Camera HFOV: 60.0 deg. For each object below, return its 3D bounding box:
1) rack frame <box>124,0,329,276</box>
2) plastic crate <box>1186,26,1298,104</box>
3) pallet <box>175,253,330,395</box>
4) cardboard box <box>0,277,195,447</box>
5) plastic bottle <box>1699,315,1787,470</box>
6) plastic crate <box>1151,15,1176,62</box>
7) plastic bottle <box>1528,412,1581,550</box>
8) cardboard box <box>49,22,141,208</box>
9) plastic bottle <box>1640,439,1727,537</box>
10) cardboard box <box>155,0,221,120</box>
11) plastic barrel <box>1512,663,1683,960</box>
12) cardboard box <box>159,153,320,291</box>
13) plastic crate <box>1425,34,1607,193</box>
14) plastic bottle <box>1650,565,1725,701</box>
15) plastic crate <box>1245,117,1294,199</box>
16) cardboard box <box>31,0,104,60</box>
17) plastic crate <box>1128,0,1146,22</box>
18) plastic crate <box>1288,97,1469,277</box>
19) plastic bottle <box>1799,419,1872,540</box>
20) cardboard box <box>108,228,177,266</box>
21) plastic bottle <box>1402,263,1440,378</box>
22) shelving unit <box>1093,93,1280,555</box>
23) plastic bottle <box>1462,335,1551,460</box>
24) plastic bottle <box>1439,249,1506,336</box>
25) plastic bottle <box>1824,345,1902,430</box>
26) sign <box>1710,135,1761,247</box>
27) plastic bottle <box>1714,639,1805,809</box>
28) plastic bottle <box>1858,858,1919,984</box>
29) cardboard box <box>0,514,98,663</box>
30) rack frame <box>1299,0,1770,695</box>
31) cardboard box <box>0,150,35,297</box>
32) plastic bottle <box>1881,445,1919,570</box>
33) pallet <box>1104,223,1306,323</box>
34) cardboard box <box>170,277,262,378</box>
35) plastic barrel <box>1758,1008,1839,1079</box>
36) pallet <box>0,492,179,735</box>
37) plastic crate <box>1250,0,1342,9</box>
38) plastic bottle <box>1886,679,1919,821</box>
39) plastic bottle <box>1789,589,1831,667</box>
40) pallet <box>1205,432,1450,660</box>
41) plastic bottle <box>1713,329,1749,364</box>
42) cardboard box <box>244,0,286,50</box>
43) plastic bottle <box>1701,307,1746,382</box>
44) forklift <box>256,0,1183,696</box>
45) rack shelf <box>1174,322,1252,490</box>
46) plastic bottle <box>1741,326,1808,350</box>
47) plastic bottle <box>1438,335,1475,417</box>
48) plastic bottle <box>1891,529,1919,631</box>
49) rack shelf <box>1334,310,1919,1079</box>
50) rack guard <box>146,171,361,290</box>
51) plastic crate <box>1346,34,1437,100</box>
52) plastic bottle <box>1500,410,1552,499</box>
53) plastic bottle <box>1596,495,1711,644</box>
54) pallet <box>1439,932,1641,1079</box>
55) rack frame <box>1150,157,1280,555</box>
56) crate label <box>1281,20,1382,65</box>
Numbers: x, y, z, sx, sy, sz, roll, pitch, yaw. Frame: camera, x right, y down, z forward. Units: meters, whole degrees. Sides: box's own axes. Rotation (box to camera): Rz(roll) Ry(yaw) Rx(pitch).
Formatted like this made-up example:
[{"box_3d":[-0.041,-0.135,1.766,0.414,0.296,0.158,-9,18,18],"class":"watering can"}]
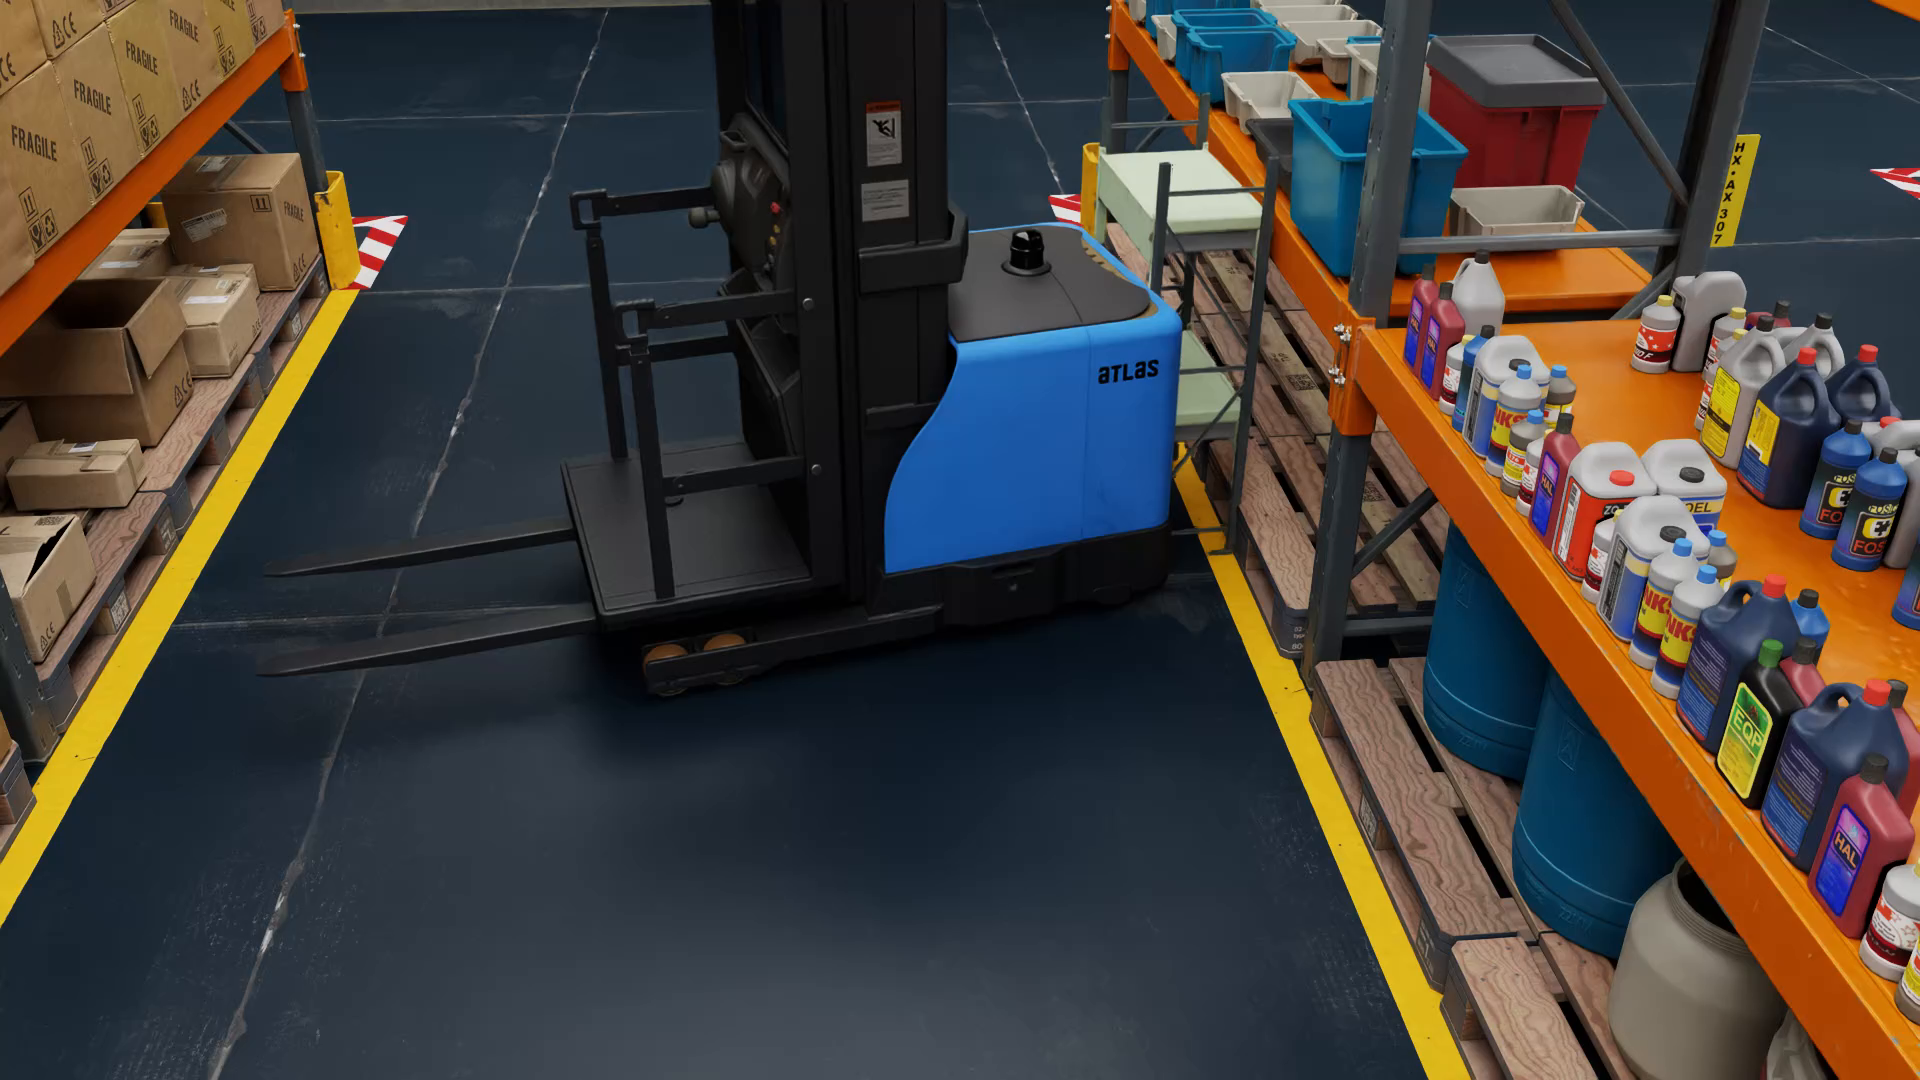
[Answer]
[{"box_3d":[-3.677,-2.648,7.758,1.000,3.000,0.127,-3,31,-5],"class":"rack frame"},{"box_3d":[1.101,-1.870,6.560,0.416,0.233,0.300,-3,31,-5],"class":"plastic crate"},{"box_3d":[-3.594,-1.005,7.726,1.003,0.211,1.213,-3,31,-5],"class":"pallet"},{"box_3d":[-3.484,-0.682,6.471,0.797,0.503,0.637,-3,31,-5],"class":"cardboard box"},{"box_3d":[1.897,-0.359,3.974,0.144,0.351,0.185,-3,31,-5],"class":"plastic bottle"},{"box_3d":[0.961,-2.140,7.106,0.250,0.136,0.298,-3,31,-5],"class":"plastic crate"},{"box_3d":[1.321,-0.130,3.656,0.061,0.283,0.133,-3,31,-5],"class":"plastic bottle"},{"box_3d":[-3.175,-1.439,5.636,0.500,0.500,0.500,-3,31,-5],"class":"cardboard box"},{"box_3d":[1.531,-0.068,3.559,0.152,0.276,0.135,-3,31,-5],"class":"plastic bottle"},{"box_3d":[-3.271,-1.955,6.501,0.500,0.500,0.500,-3,31,-4],"class":"cardboard box"},{"box_3d":[1.729,0.520,4.092,0.600,0.901,0.708,-3,31,-5],"class":"plastic barrel"},{"box_3d":[-3.381,-1.498,7.841,0.500,0.500,0.500,-3,31,-5],"class":"cardboard box"},{"box_3d":[1.795,-1.362,5.484,0.402,0.464,0.583,-3,31,-5],"class":"plastic crate"},{"box_3d":[1.394,0.170,3.165,0.097,0.271,0.097,0,31,0],"class":"plastic bottle"},{"box_3d":[1.257,-1.307,5.723,0.437,0.125,0.590,-3,31,-5],"class":"plastic crate"},{"box_3d":[-3.163,-1.858,5.362,0.500,0.500,0.500,-4,31,-6],"class":"cardboard box"},{"box_3d":[0.898,-2.486,7.686,0.250,0.136,0.298,-3,31,-5],"class":"plastic crate"},{"box_3d":[1.246,-1.082,5.093,0.392,0.384,0.575,-3,31,-5],"class":"plastic crate"},{"box_3d":[1.946,-0.141,3.686,0.097,0.271,0.097,0,31,0],"class":"plastic bottle"},{"box_3d":[-3.980,-1.382,7.990,0.380,0.149,0.250,-3,31,-5],"class":"cardboard box"},{"box_3d":[1.238,-0.583,4.415,0.061,0.283,0.133,-3,31,-5],"class":"plastic bottle"},{"box_3d":[0.765,-0.769,6.061,0.431,1.500,0.755,-5,32,-9],"class":"shelving unit"},{"box_3d":[1.327,-0.346,4.026,0.152,0.276,0.135,-3,31,-5],"class":"plastic bottle"},{"box_3d":[1.343,-0.604,4.384,0.144,0.351,0.185,-3,31,-5],"class":"plastic bottle"},{"box_3d":[2.058,-0.272,3.828,0.144,0.351,0.185,-3,31,-5],"class":"plastic bottle"},{"box_3d":[2.177,-0.985,4.704,0.100,0.325,0.005,-3,31,-5],"class":"sign"},{"box_3d":[1.403,0.319,2.904,0.061,0.283,0.133,-3,31,-5],"class":"plastic bottle"},{"box_3d":[1.462,0.575,2.556,0.097,0.201,0.097,0,31,0],"class":"plastic bottle"},{"box_3d":[-3.127,0.135,5.291,0.500,0.311,0.500,-3,31,-5],"class":"cardboard box"},{"box_3d":[1.629,-0.841,4.733,1.000,3.000,0.127,-3,31,-5],"class":"rack frame"},{"box_3d":[-3.080,-0.922,4.771,0.500,0.500,0.500,-2,31,-3],"class":"cardboard box"},{"box_3d":[2.081,-0.089,3.595,0.152,0.276,0.135,-3,31,-5],"class":"plastic bottle"},{"box_3d":[1.293,-1.263,8.159,1.003,0.211,1.213,-3,31,-5],"class":"pallet"},{"box_3d":[-3.322,-0.904,7.091,0.500,0.250,0.500,-3,31,-5],"class":"cardboard box"},{"box_3d":[1.834,1.231,3.207,0.600,0.588,0.708,-3,31,-5],"class":"plastic barrel"},{"box_3d":[-3.366,0.241,5.641,1.003,0.211,1.213,-3,31,-5],"class":"pallet"},{"box_3d":[1.511,-2.388,7.522,0.396,0.136,0.243,-3,31,-5],"class":"plastic crate"},{"box_3d":[1.559,0.380,2.802,0.061,0.283,0.133,-3,31,-5],"class":"plastic bottle"},{"box_3d":[1.546,0.213,3.094,0.097,0.271,0.097,0,31,0],"class":"plastic bottle"},{"box_3d":[1.521,-0.017,6.073,1.003,0.211,1.213,-3,31,-5],"class":"pallet"},{"box_3d":[1.977,-0.441,4.257,0.097,0.201,0.097,0,31,0],"class":"plastic bottle"},{"box_3d":[-3.364,-2.475,7.371,0.500,0.500,0.500,-2,31,-3],"class":"cardboard box"},{"box_3d":[2.026,-0.512,4.376,0.097,0.201,0.097,0,31,0],"class":"plastic bottle"},{"box_3d":[-0.834,-1.056,5.160,3.031,2.935,1.130,-10,32,-16],"class":"forklift"},{"box_3d":[0.761,-0.490,6.229,0.431,0.370,0.720,-5,32,-9],"class":"rack shelf"},{"box_3d":[2.022,-0.415,4.141,0.152,0.276,0.135,-3,31,-5],"class":"plastic bottle"},{"box_3d":[1.280,-0.422,4.225,0.097,0.201,0.097,0,31,0],"class":"plastic bottle"},{"box_3d":[1.980,0.047,3.372,0.097,0.271,0.097,0,31,0],"class":"plastic bottle"},{"box_3d":[1.816,0.489,3.208,1.077,0.370,4.000,-3,31,-5],"class":"rack shelf"},{"box_3d":[-3.670,-1.536,8.334,1.175,0.500,0.348,-3,31,-5],"class":"rack guard"},{"box_3d":[1.702,-1.801,6.444,0.416,0.233,0.300,-3,31,-5],"class":"plastic crate"},{"box_3d":[1.320,-0.204,3.860,0.097,0.201,0.097,0,31,0],"class":"plastic bottle"},{"box_3d":[1.401,0.058,3.349,0.152,0.276,0.135,-3,31,-5],"class":"plastic bottle"},{"box_3d":[1.777,1.376,3.740,1.003,0.211,1.213,-3,31,-5],"class":"pallet"},{"box_3d":[0.830,-0.583,5.753,0.400,1.500,0.023,-5,32,-9],"class":"rack frame"},{"box_3d":[1.575,-2.098,7.037,0.396,0.136,0.243,-3,31,-5],"class":"crate label"}]
